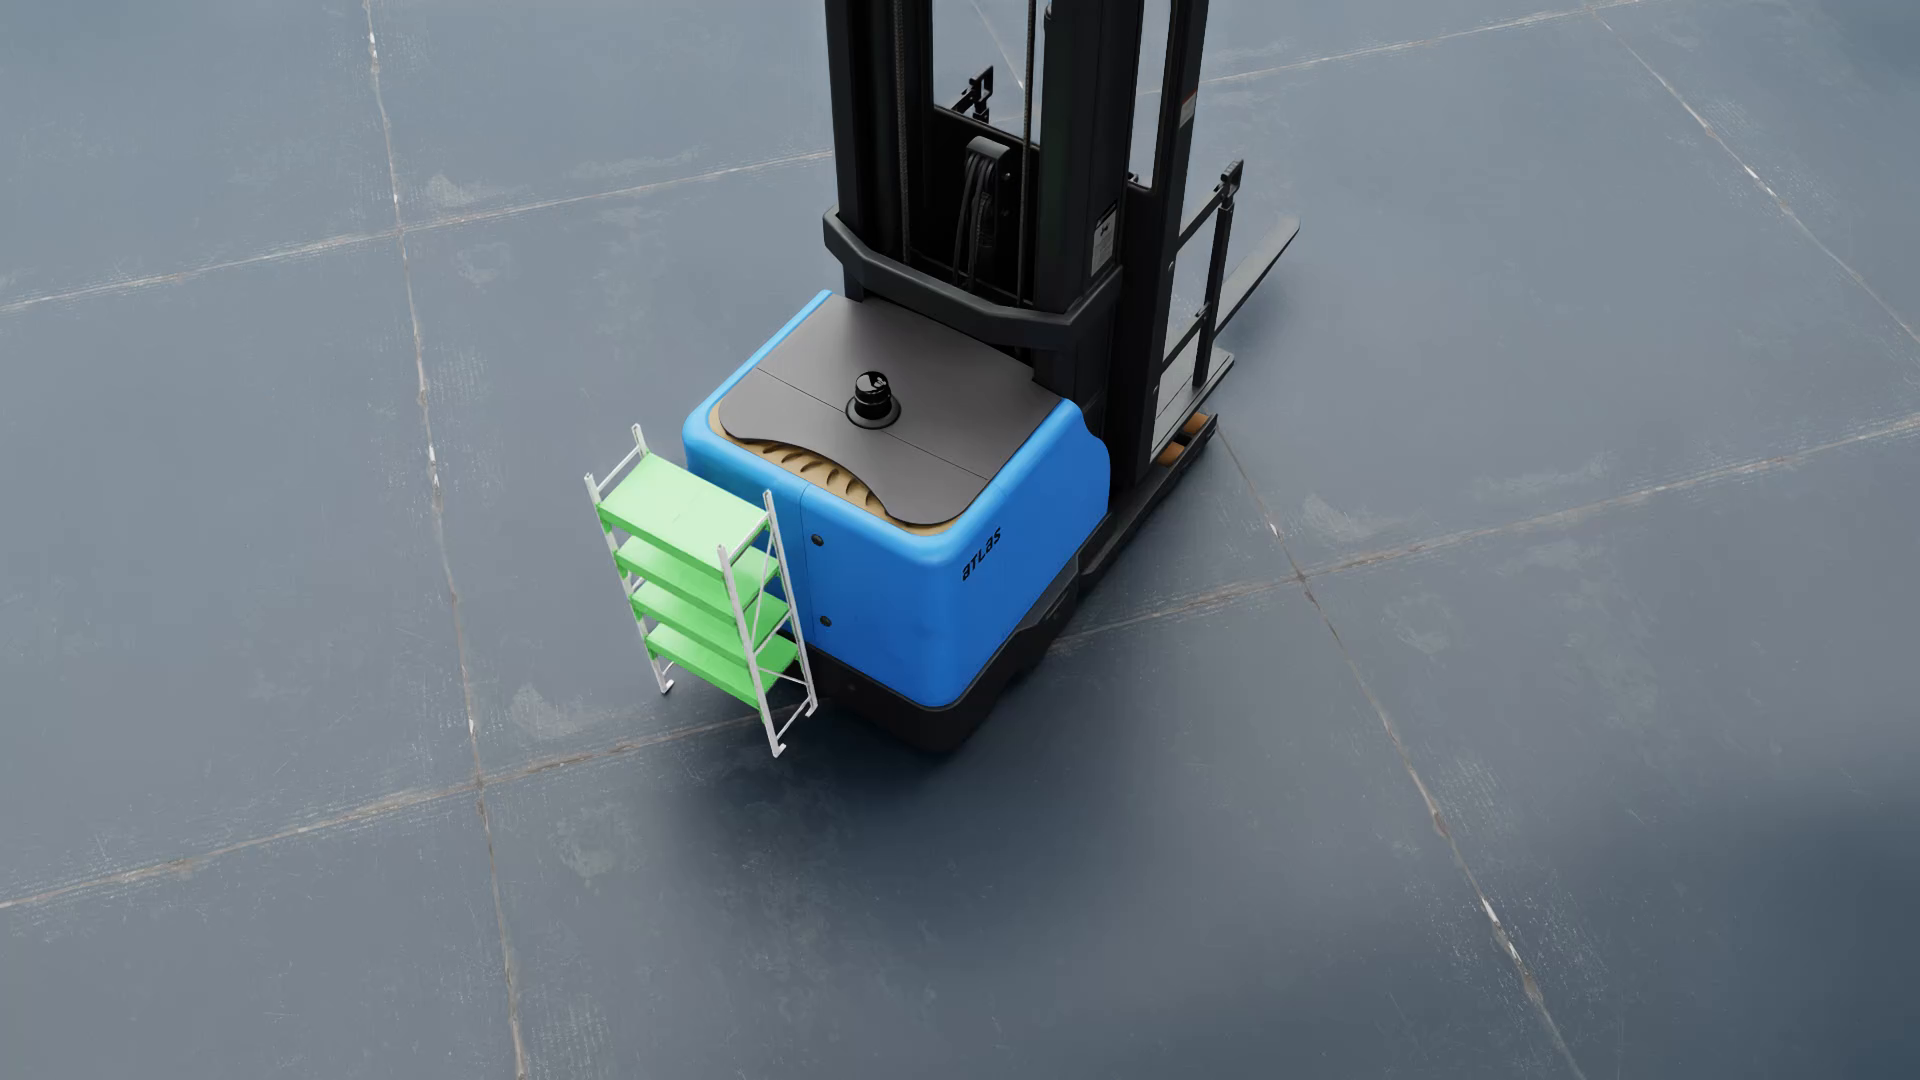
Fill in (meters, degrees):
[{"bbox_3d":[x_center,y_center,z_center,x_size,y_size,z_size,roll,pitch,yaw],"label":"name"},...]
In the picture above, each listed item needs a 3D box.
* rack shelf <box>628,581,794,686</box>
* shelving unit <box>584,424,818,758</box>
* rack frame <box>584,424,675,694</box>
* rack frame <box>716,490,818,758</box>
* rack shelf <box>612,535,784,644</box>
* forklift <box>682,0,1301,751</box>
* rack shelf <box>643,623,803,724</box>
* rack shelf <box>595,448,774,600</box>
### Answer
[{"bbox_3d":[-0.790,0.233,5.340,0.480,0.148,0.258,26,59,21],"label":"rack shelf"},{"bbox_3d":[-0.792,0.195,5.288,0.503,1.200,0.258,26,59,21],"label":"shelving unit"},{"bbox_3d":[-0.997,0.094,5.374,0.015,1.200,0.240,26,59,21],"label":"rack frame"},{"bbox_3d":[-0.587,0.297,5.203,0.015,1.200,0.240,26,59,21],"label":"rack frame"},{"bbox_3d":[-0.800,0.091,5.146,0.480,0.148,0.258,26,59,21],"label":"rack shelf"},{"bbox_3d":[0.347,-1.346,5.468,1.130,2.935,3.031,27,55,21],"label":"forklift"},{"bbox_3d":[-0.779,0.375,5.533,0.480,0.148,0.258,26,59,21],"label":"rack shelf"},{"bbox_3d":[-0.810,-0.051,4.953,0.480,0.148,0.258,26,59,21],"label":"rack shelf"}]
